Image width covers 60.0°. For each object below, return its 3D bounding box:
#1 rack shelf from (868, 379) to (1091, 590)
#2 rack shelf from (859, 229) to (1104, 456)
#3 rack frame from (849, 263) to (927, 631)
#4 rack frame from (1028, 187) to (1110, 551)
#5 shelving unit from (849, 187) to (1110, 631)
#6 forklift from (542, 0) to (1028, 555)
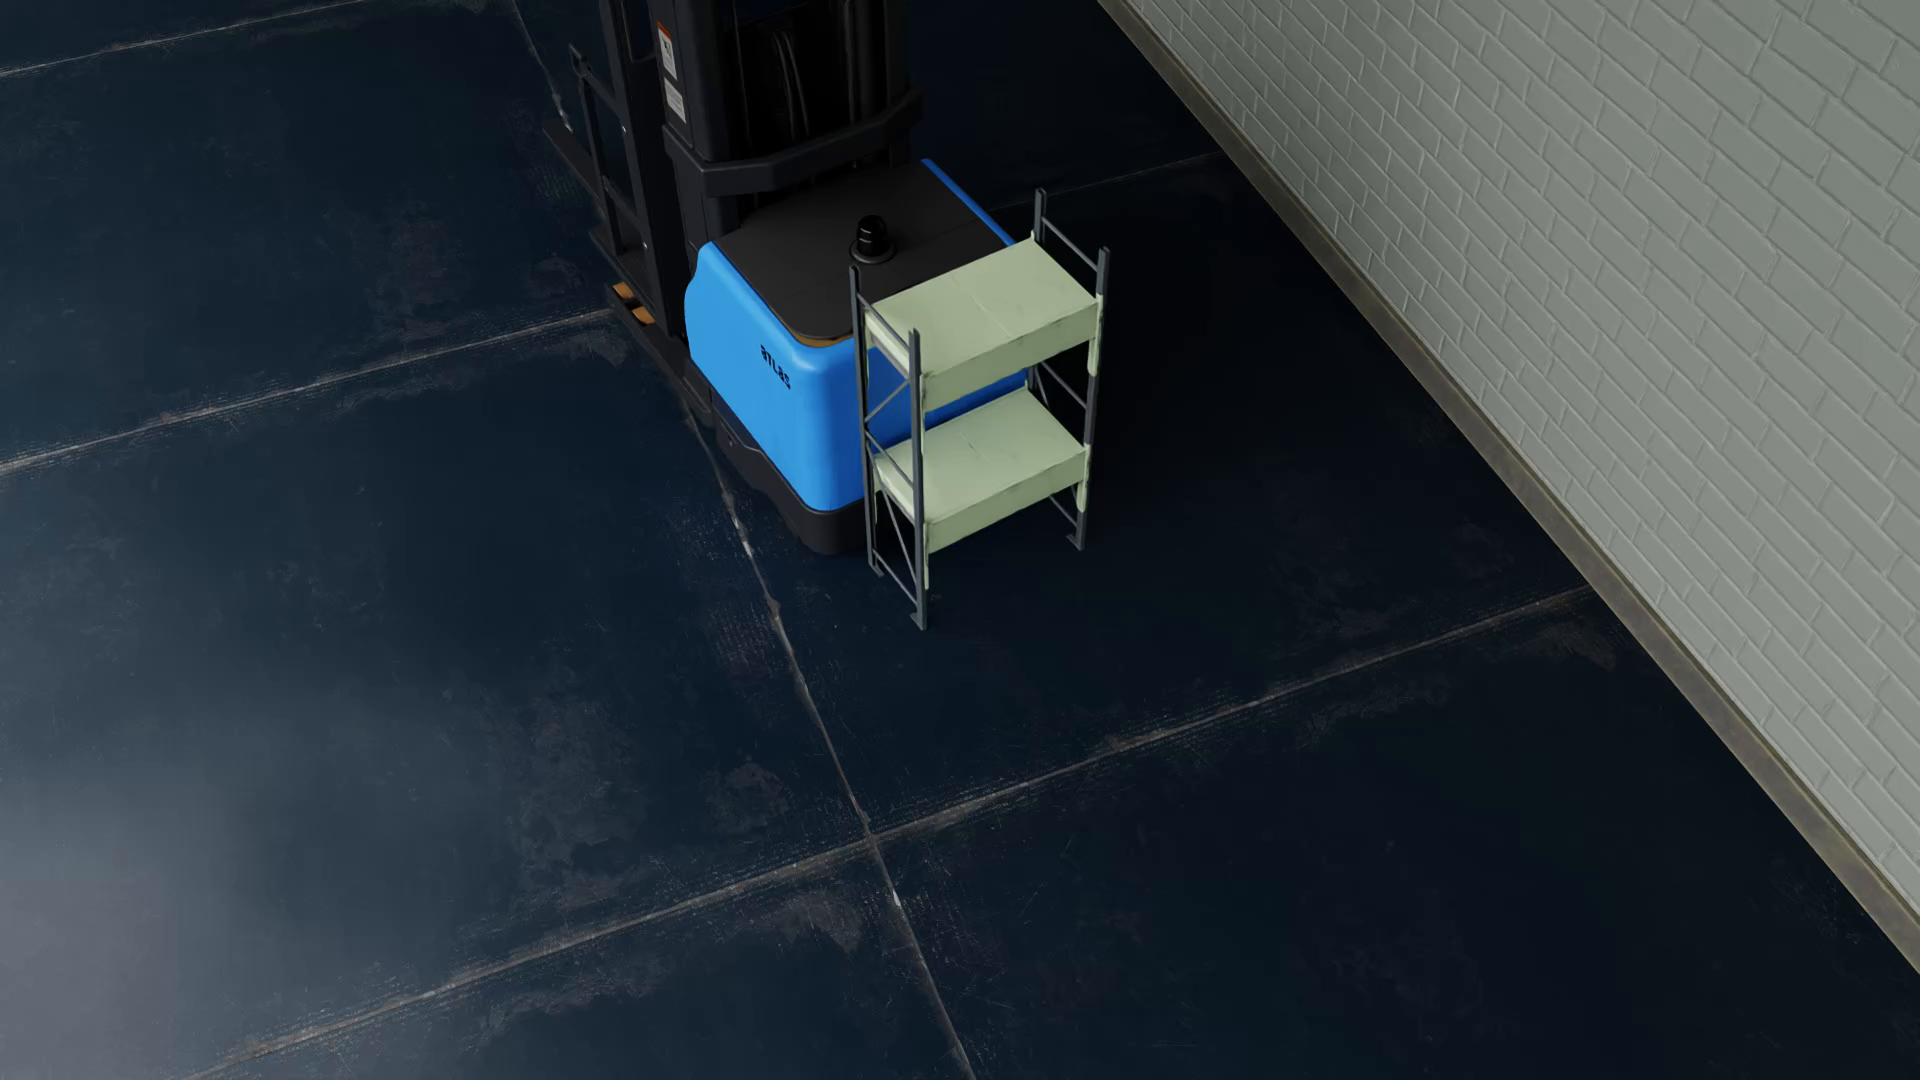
[{"bbox_3d":[0.066,-0.213,6.215,0.720,0.370,0.431,-26,54,-21],"label":"rack shelf"},{"bbox_3d":[0.066,-0.680,5.672,0.720,0.370,0.431,-26,54,-21],"label":"rack shelf"},{"bbox_3d":[-0.242,-0.275,5.838,0.023,1.500,0.400,-26,54,-21],"label":"rack frame"},{"bbox_3d":[0.374,-0.576,6.097,0.023,1.500,0.400,-26,54,-21],"label":"rack frame"},{"bbox_3d":[0.066,-0.426,5.968,0.755,1.500,0.431,-26,54,-21],"label":"shelving unit"},{"bbox_3d":[-0.920,-1.999,6.376,1.130,2.935,3.031,-26,54,-21],"label":"forklift"}]
